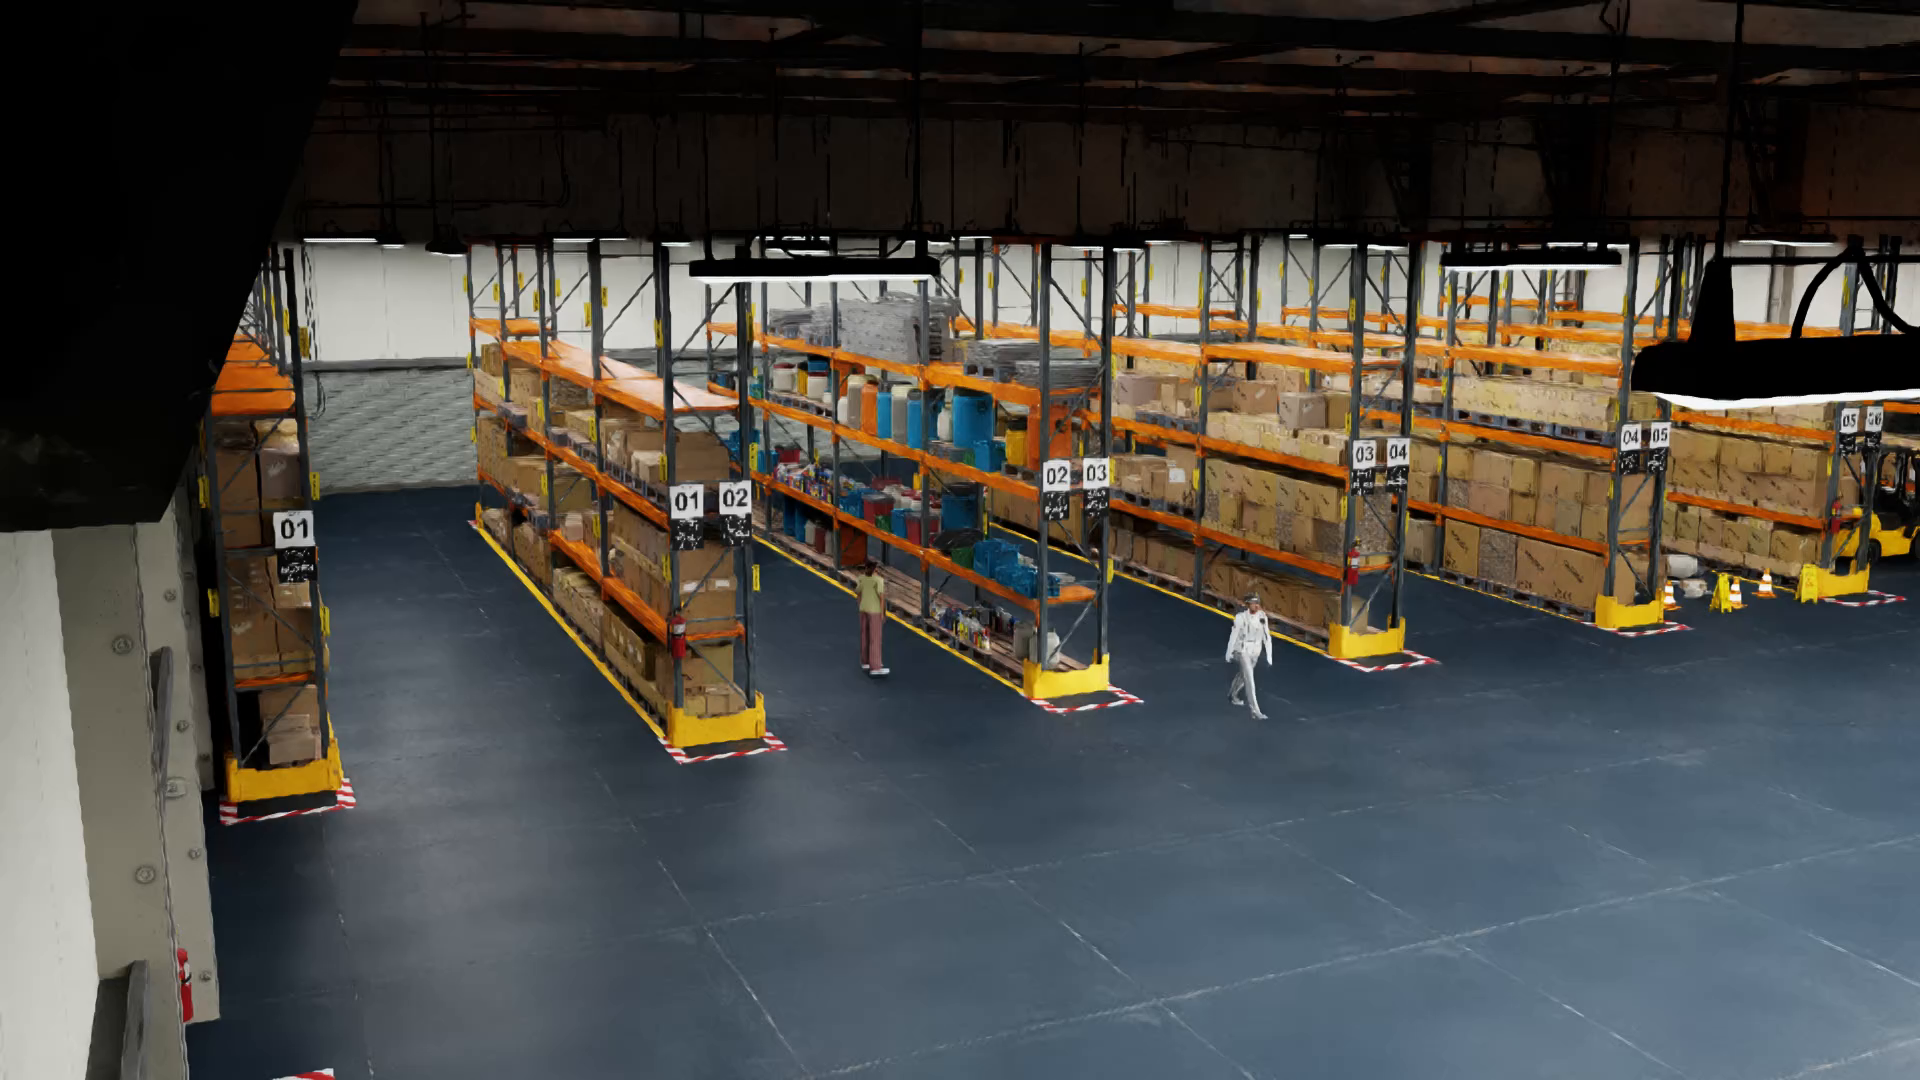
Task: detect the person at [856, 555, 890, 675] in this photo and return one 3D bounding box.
[{"bbox_3d":[-1.214,1.033,23.348,0.499,1.673,0.422,8,13,35],"label":"person"}]

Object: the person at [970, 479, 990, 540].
[{"bbox_3d":[0.319,-0.891,32.947,0.577,1.785,0.655,1,11,5],"label":"person"}]

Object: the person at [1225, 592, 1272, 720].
[{"bbox_3d":[3.751,1.437,21.408,0.502,1.625,0.976,-5,12,-24],"label":"person"}]
